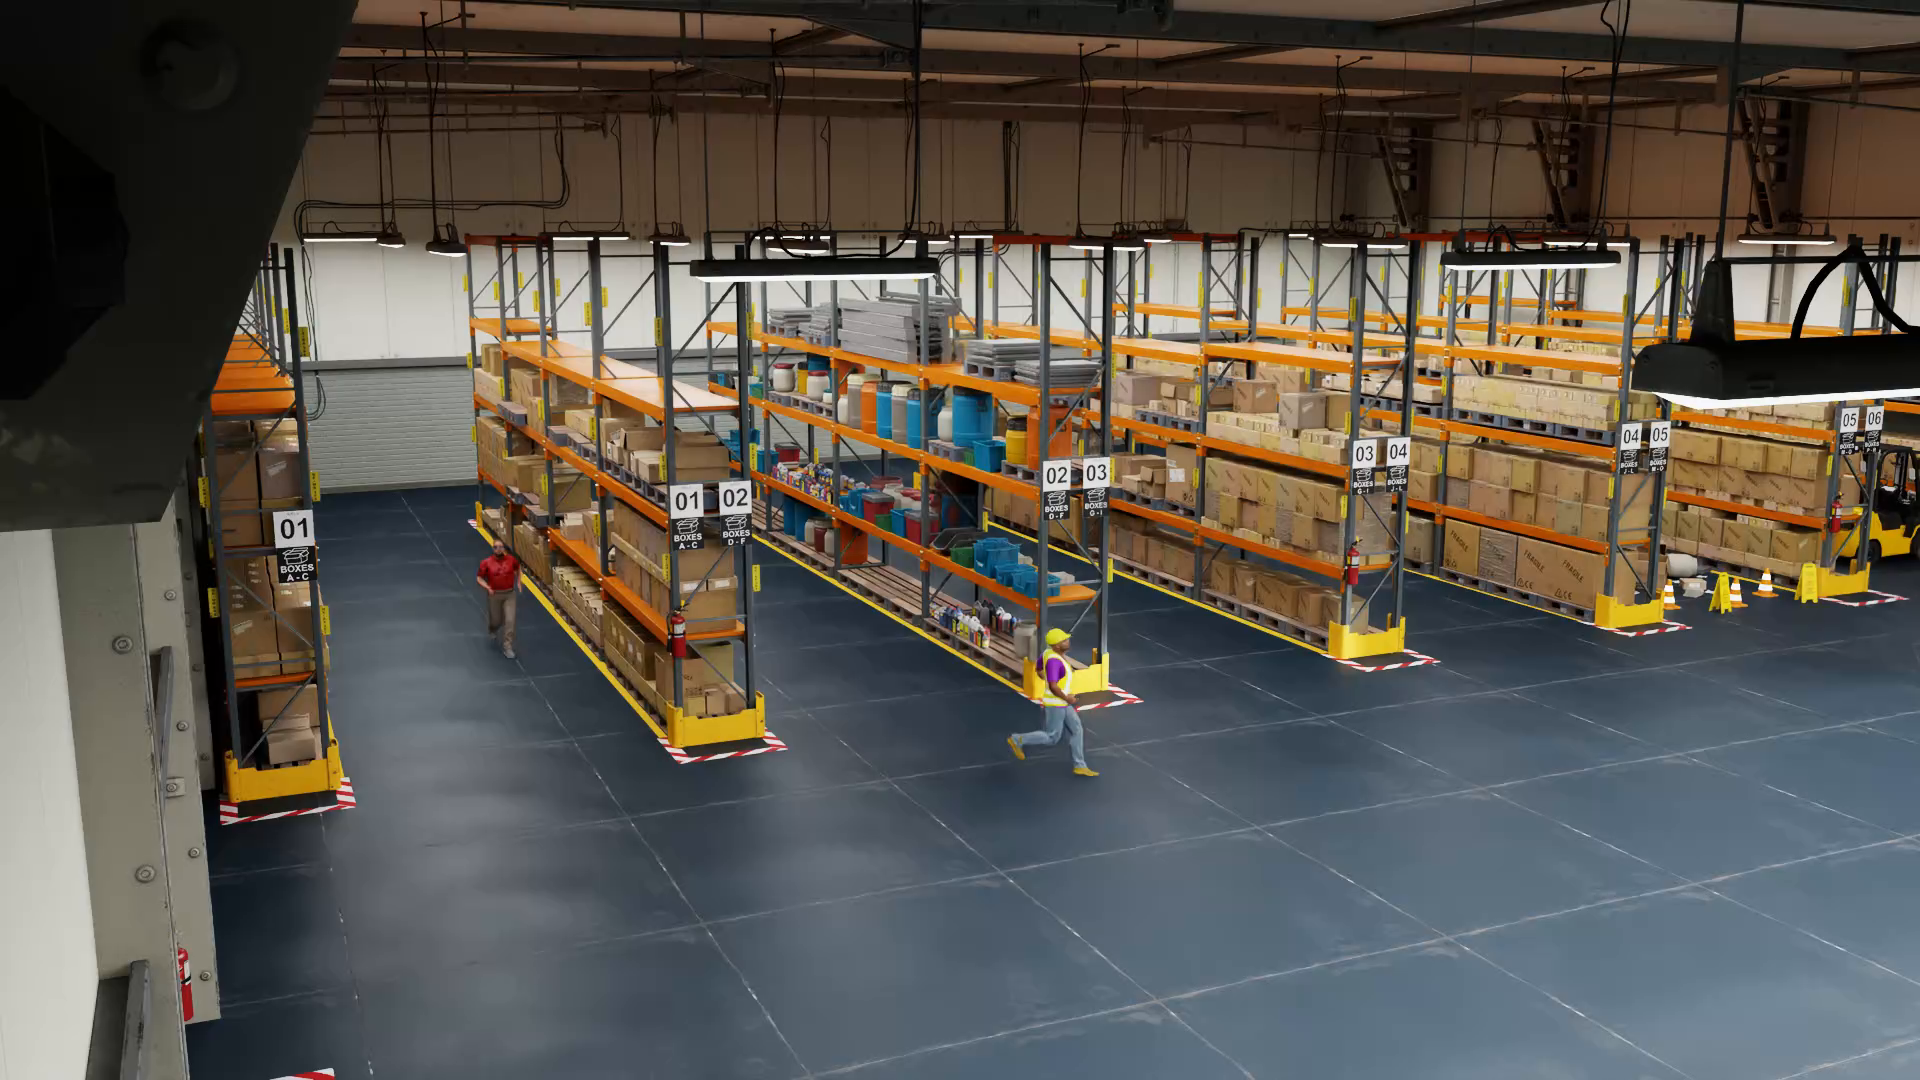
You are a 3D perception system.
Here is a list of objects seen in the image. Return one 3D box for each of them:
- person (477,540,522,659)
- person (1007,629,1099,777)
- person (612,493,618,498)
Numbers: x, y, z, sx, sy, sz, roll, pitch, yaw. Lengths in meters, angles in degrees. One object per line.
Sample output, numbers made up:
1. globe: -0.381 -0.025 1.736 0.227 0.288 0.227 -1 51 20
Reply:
1. person: -6.726 0.835 24.430 0.677 1.702 0.895 -5 12 -26
2. person: 1.074 1.874 19.016 1.056 1.753 0.676 1 11 7
3. person: -6.544 -0.849 32.748 0.656 1.796 0.954 -7 13 -31
